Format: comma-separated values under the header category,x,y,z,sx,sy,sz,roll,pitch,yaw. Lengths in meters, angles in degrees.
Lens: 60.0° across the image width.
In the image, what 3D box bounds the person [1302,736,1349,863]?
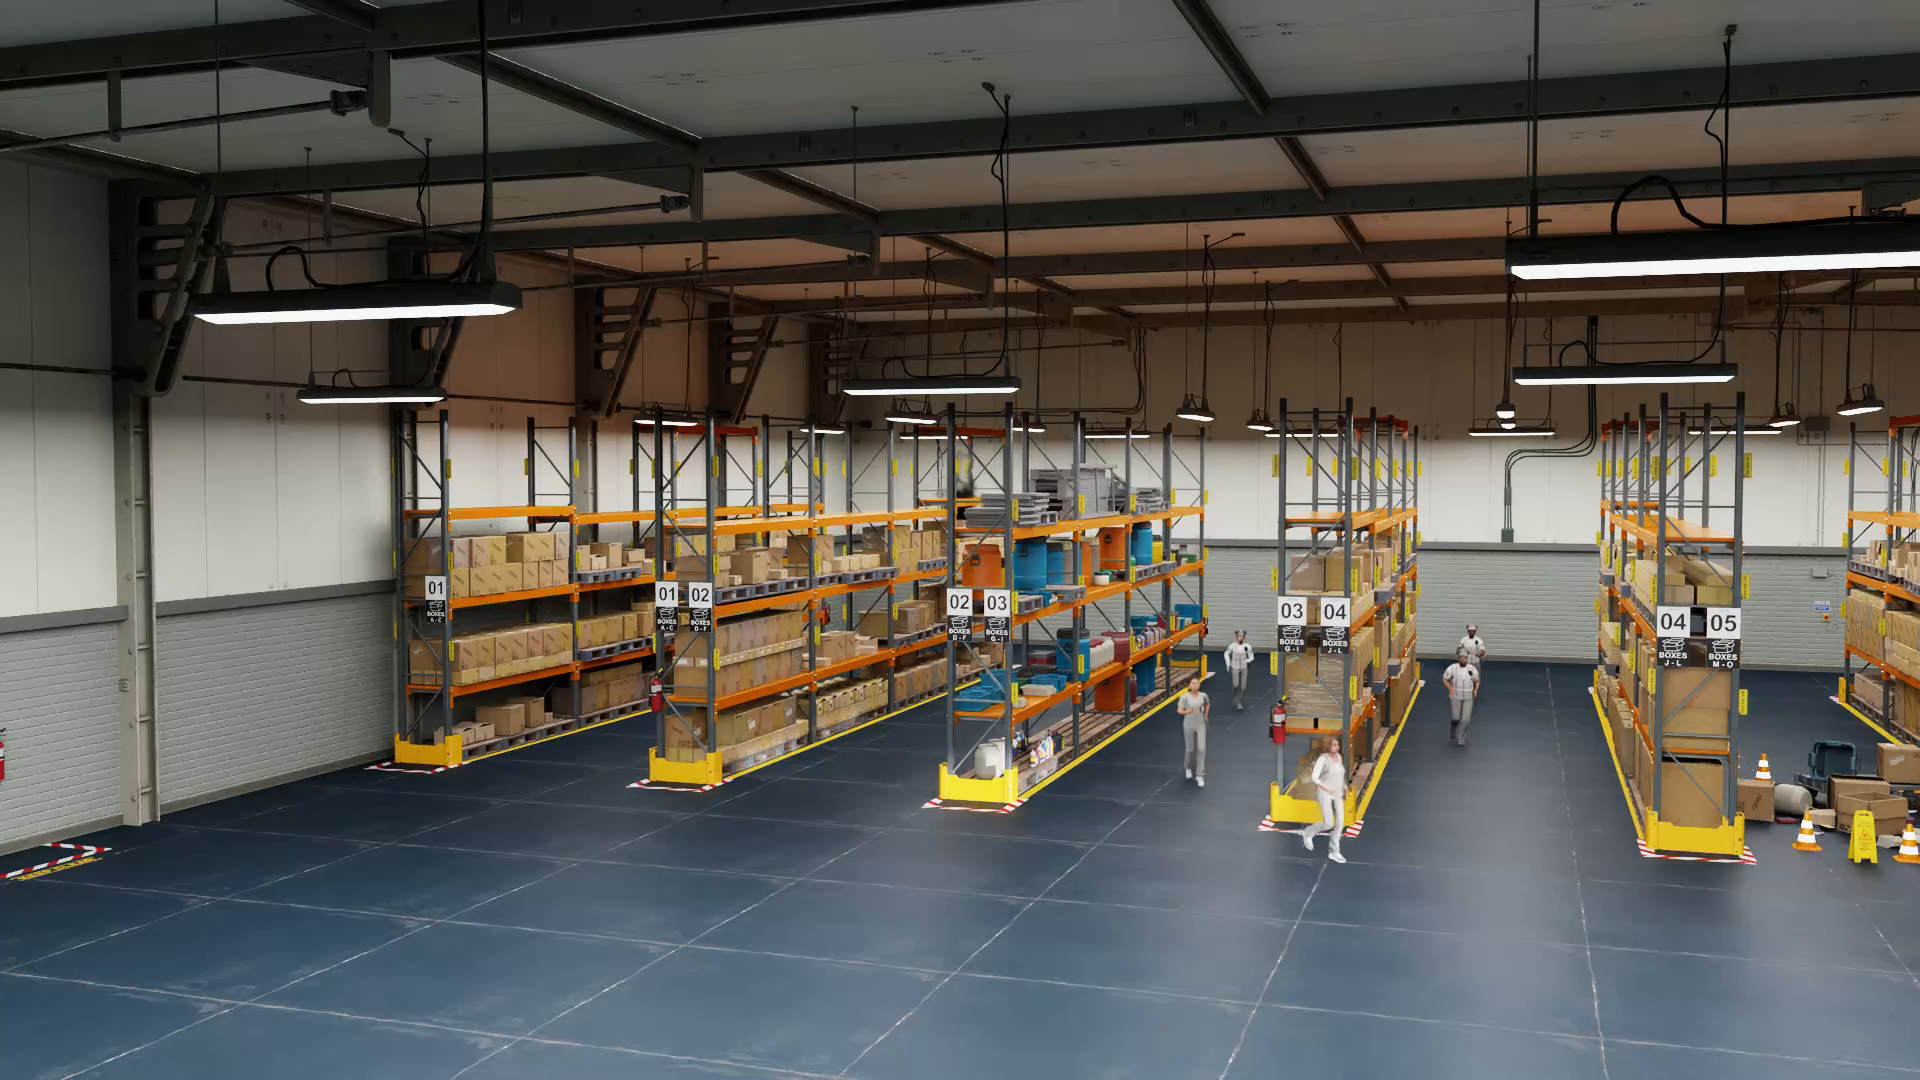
category,x,y,z,sx,sy,sz,roll,pitch,yaw
person,4.717,3.305,21.367,0.566,1.593,0.669,-2,3,-34

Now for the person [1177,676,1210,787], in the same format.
category,x,y,z,sx,sy,sz,roll,pitch,yaw
person,3.724,3.005,26.430,0.559,1.686,0.884,0,2,-2

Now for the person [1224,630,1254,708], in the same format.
category,x,y,z,sx,sy,sz,roll,pitch,yaw
person,5.811,2.678,34.541,0.599,1.641,0.562,0,2,4

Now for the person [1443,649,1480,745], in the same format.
category,x,y,z,sx,sy,sz,roll,pitch,yaw
person,9.103,2.837,30.154,0.647,1.736,0.597,0,2,9

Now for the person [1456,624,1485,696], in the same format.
category,x,y,z,sx,sy,sz,roll,pitch,yaw
person,10.960,2.634,35.708,0.570,1.666,0.805,1,3,14
